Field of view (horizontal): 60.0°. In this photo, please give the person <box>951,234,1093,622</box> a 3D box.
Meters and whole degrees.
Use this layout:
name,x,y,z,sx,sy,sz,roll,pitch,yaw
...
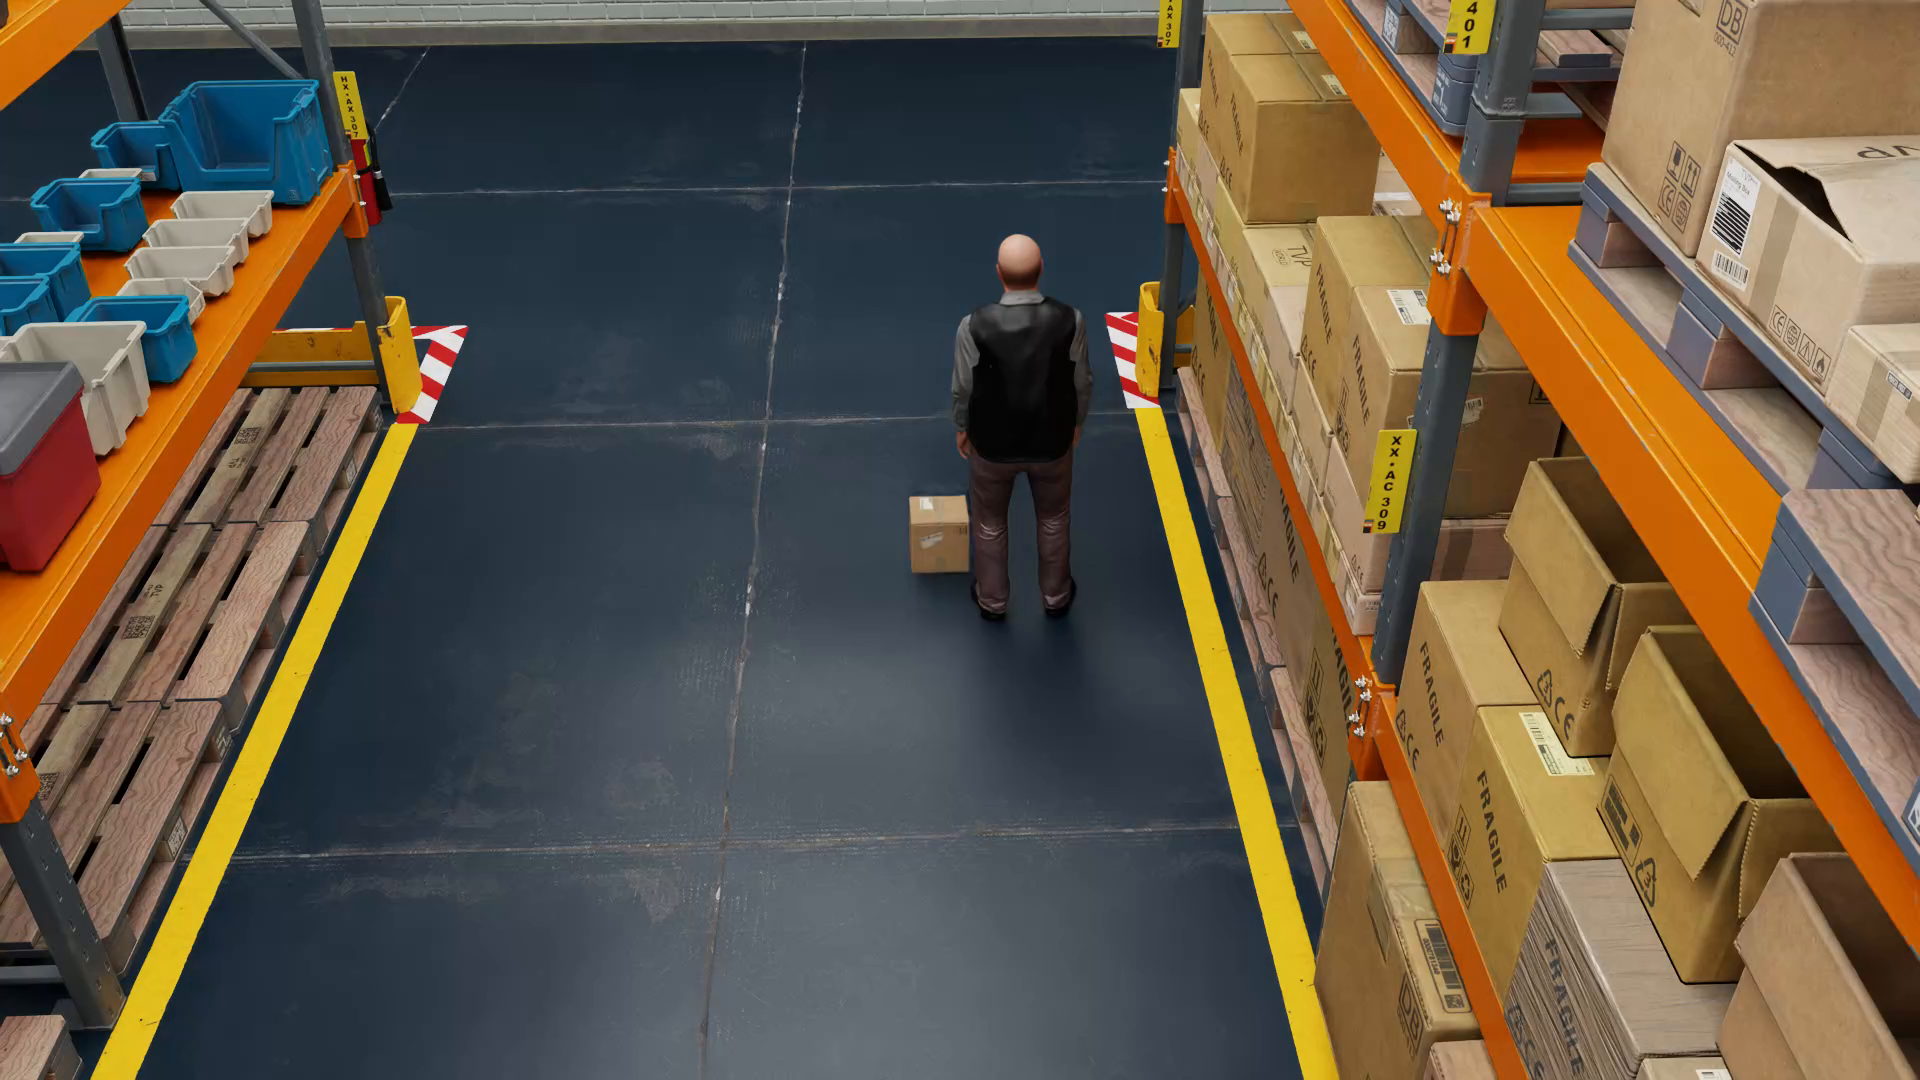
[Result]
name,x,y,z,sx,sy,sz,roll,pitch,yaw
person,0.245,-0.406,6.745,0.568,1.722,0.417,-3,35,-4
